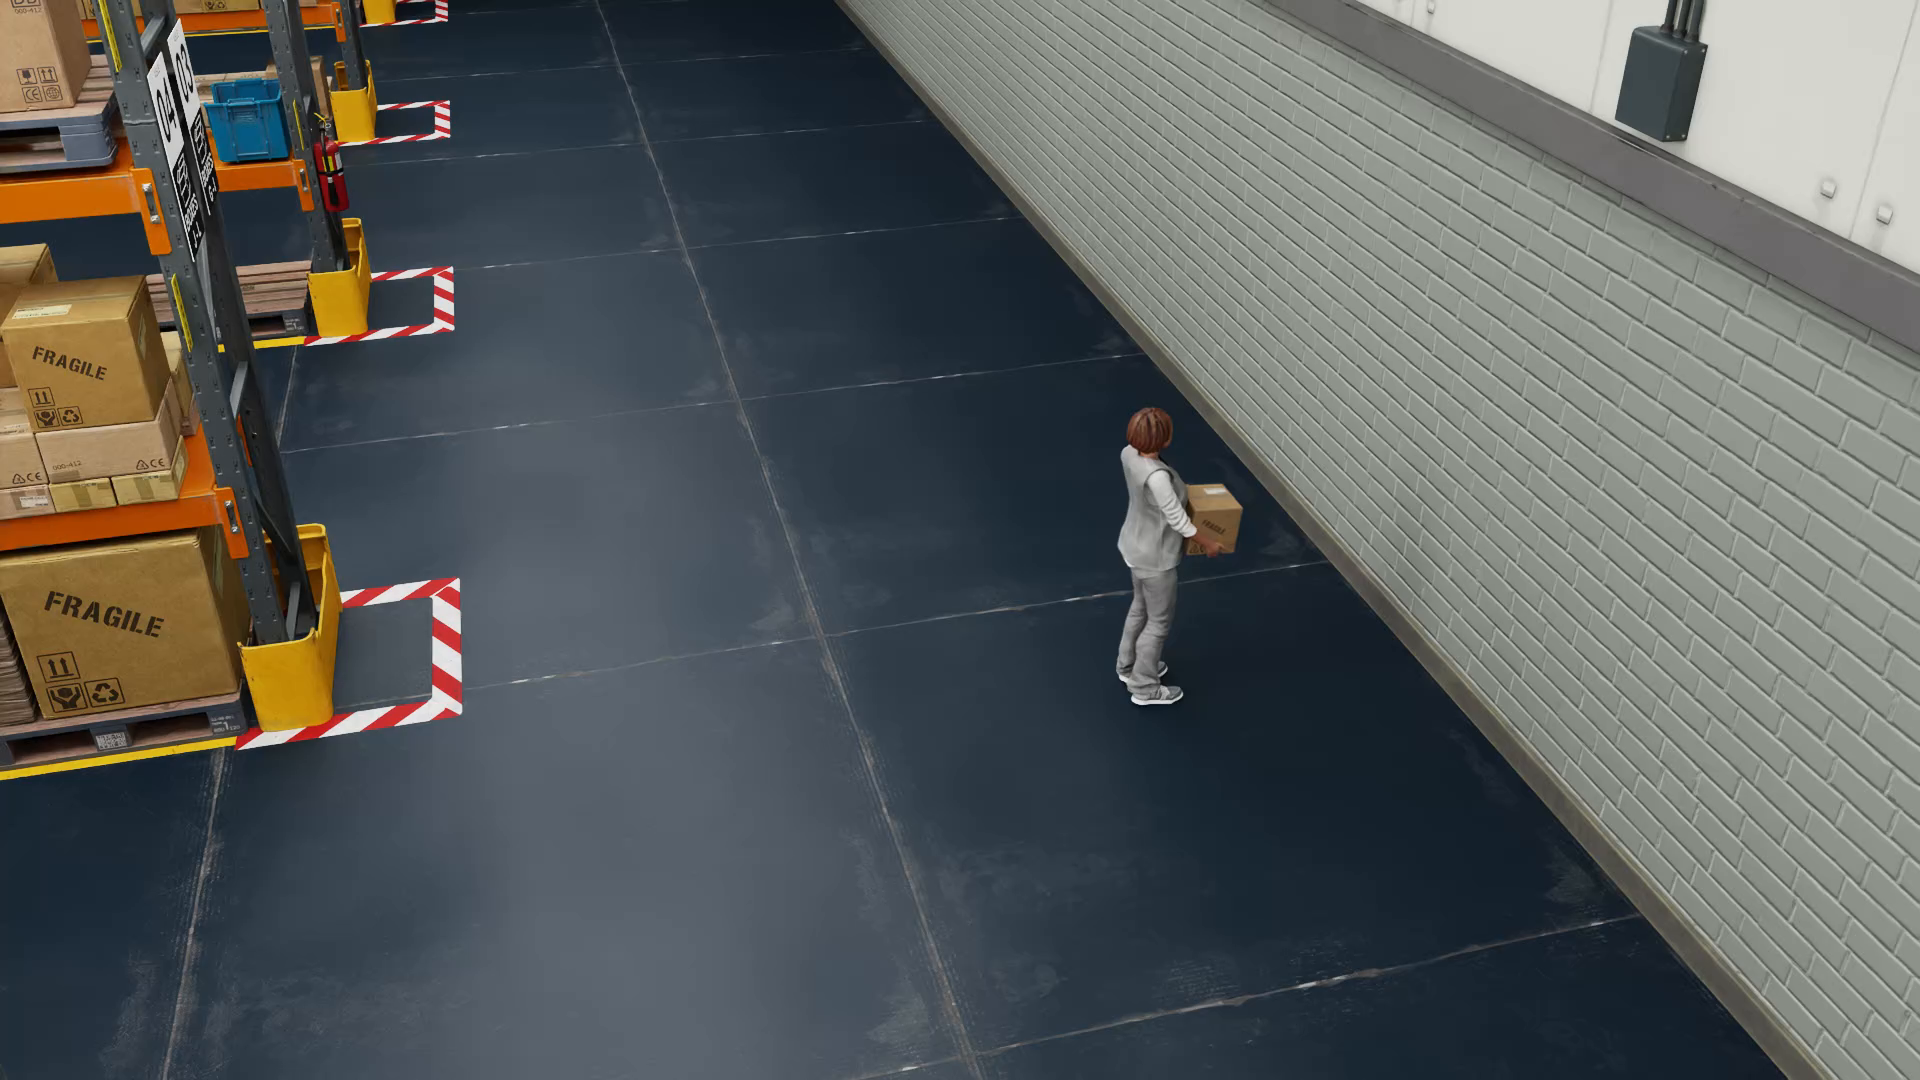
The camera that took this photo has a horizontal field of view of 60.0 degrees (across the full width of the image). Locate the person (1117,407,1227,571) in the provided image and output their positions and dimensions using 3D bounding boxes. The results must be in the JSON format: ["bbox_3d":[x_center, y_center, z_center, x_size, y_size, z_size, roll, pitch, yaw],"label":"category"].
[{"bbox_3d":[1.016,-0.282,7.927,0.488,0.790,0.412,-8,32,-13],"label":"person"}]
